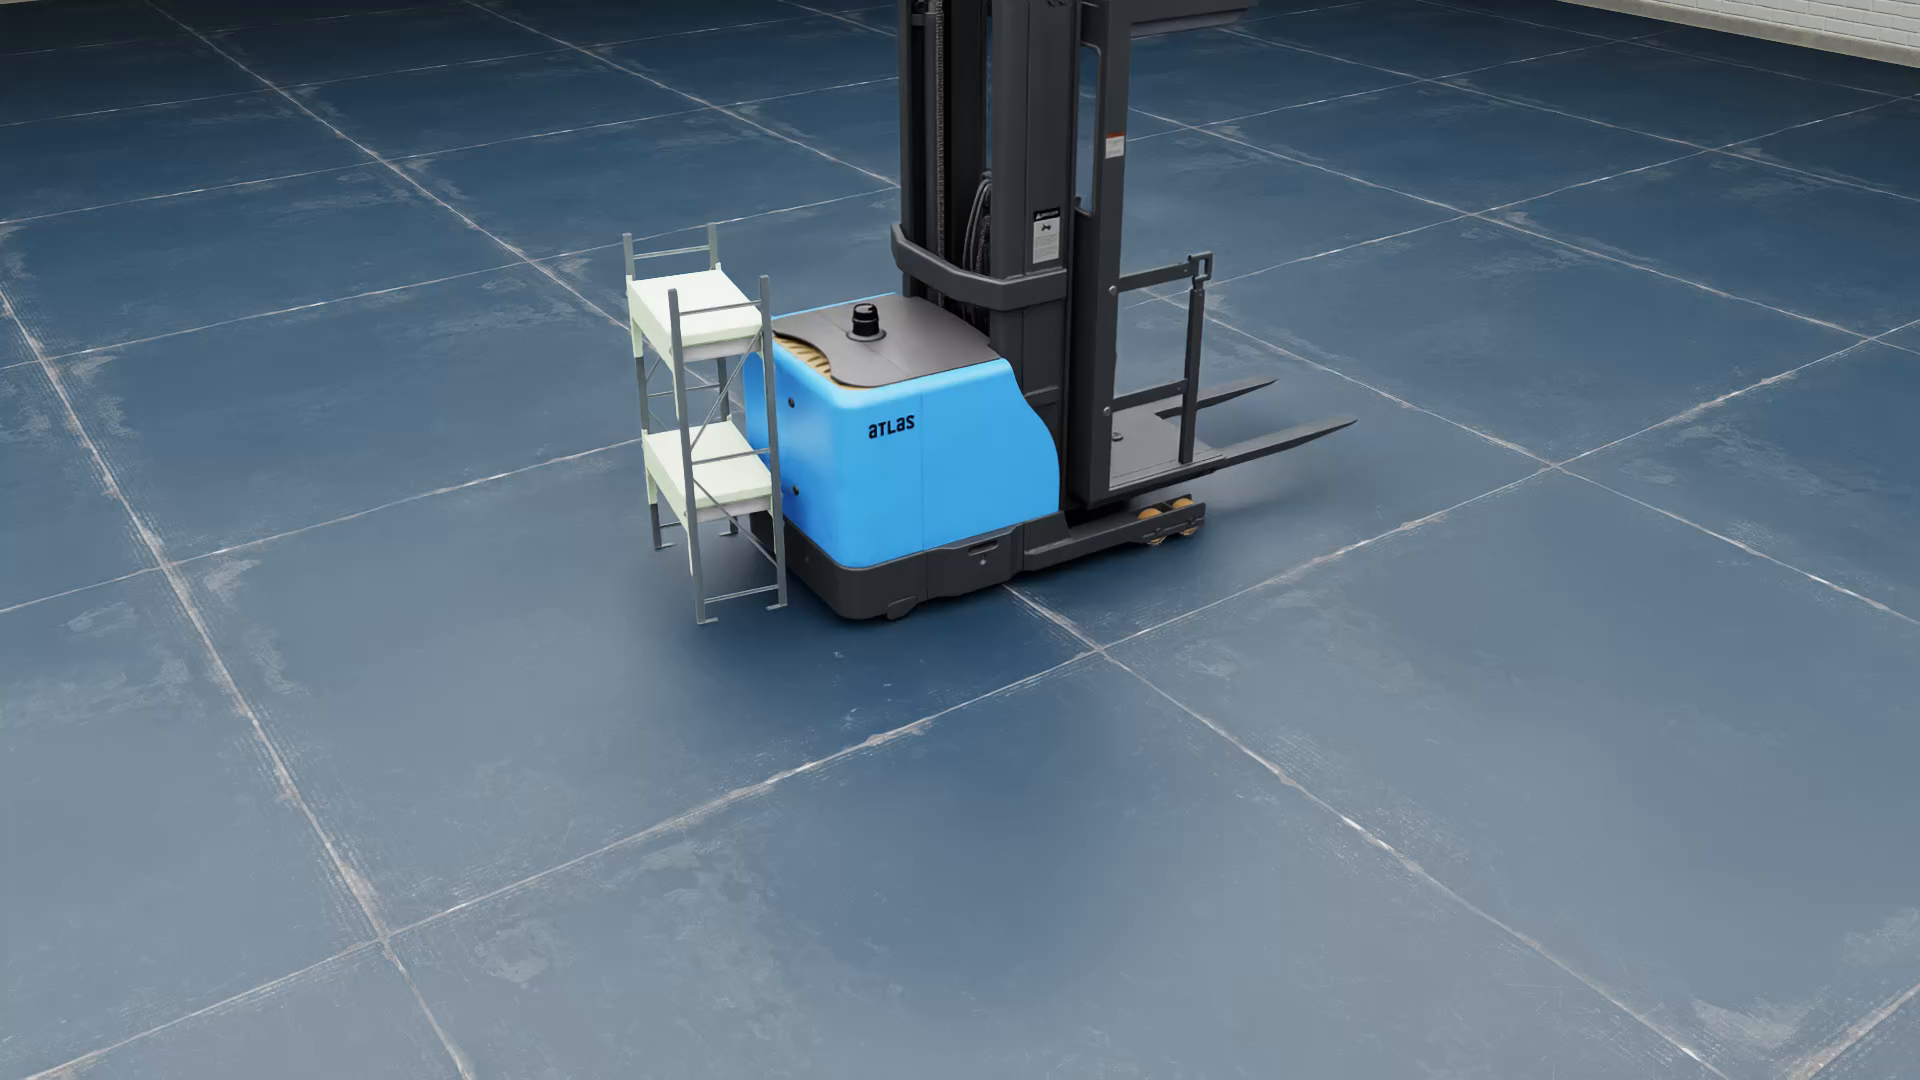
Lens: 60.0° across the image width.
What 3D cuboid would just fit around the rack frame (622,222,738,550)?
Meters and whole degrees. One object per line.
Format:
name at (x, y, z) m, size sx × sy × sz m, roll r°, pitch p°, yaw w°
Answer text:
rack frame at (-1.229, -0.657, 7.389) m, size 0.400 × 1.500 × 0.023 m, roll -12°, pitch 31°, yaw -21°

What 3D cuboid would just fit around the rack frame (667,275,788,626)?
rack frame at (-0.936, -0.337, 6.800) m, size 0.400 × 1.500 × 0.023 m, roll -12°, pitch 31°, yaw -21°

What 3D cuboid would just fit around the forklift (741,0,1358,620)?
forklift at (0.553, -1.463, 7.373) m, size 3.031 × 2.935 × 1.130 m, roll -16°, pitch 33°, yaw -27°

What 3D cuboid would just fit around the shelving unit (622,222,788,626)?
shelving unit at (-1.082, -0.497, 7.094) m, size 0.431 × 1.500 × 0.755 m, roll -12°, pitch 31°, yaw -21°

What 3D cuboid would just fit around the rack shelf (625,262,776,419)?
rack shelf at (-1.082, -0.840, 6.908) m, size 0.431 × 0.370 × 0.720 m, roll -12°, pitch 31°, yaw -21°

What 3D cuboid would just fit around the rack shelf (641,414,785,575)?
rack shelf at (-1.082, -0.211, 7.250) m, size 0.431 × 0.370 × 0.720 m, roll -12°, pitch 31°, yaw -21°
